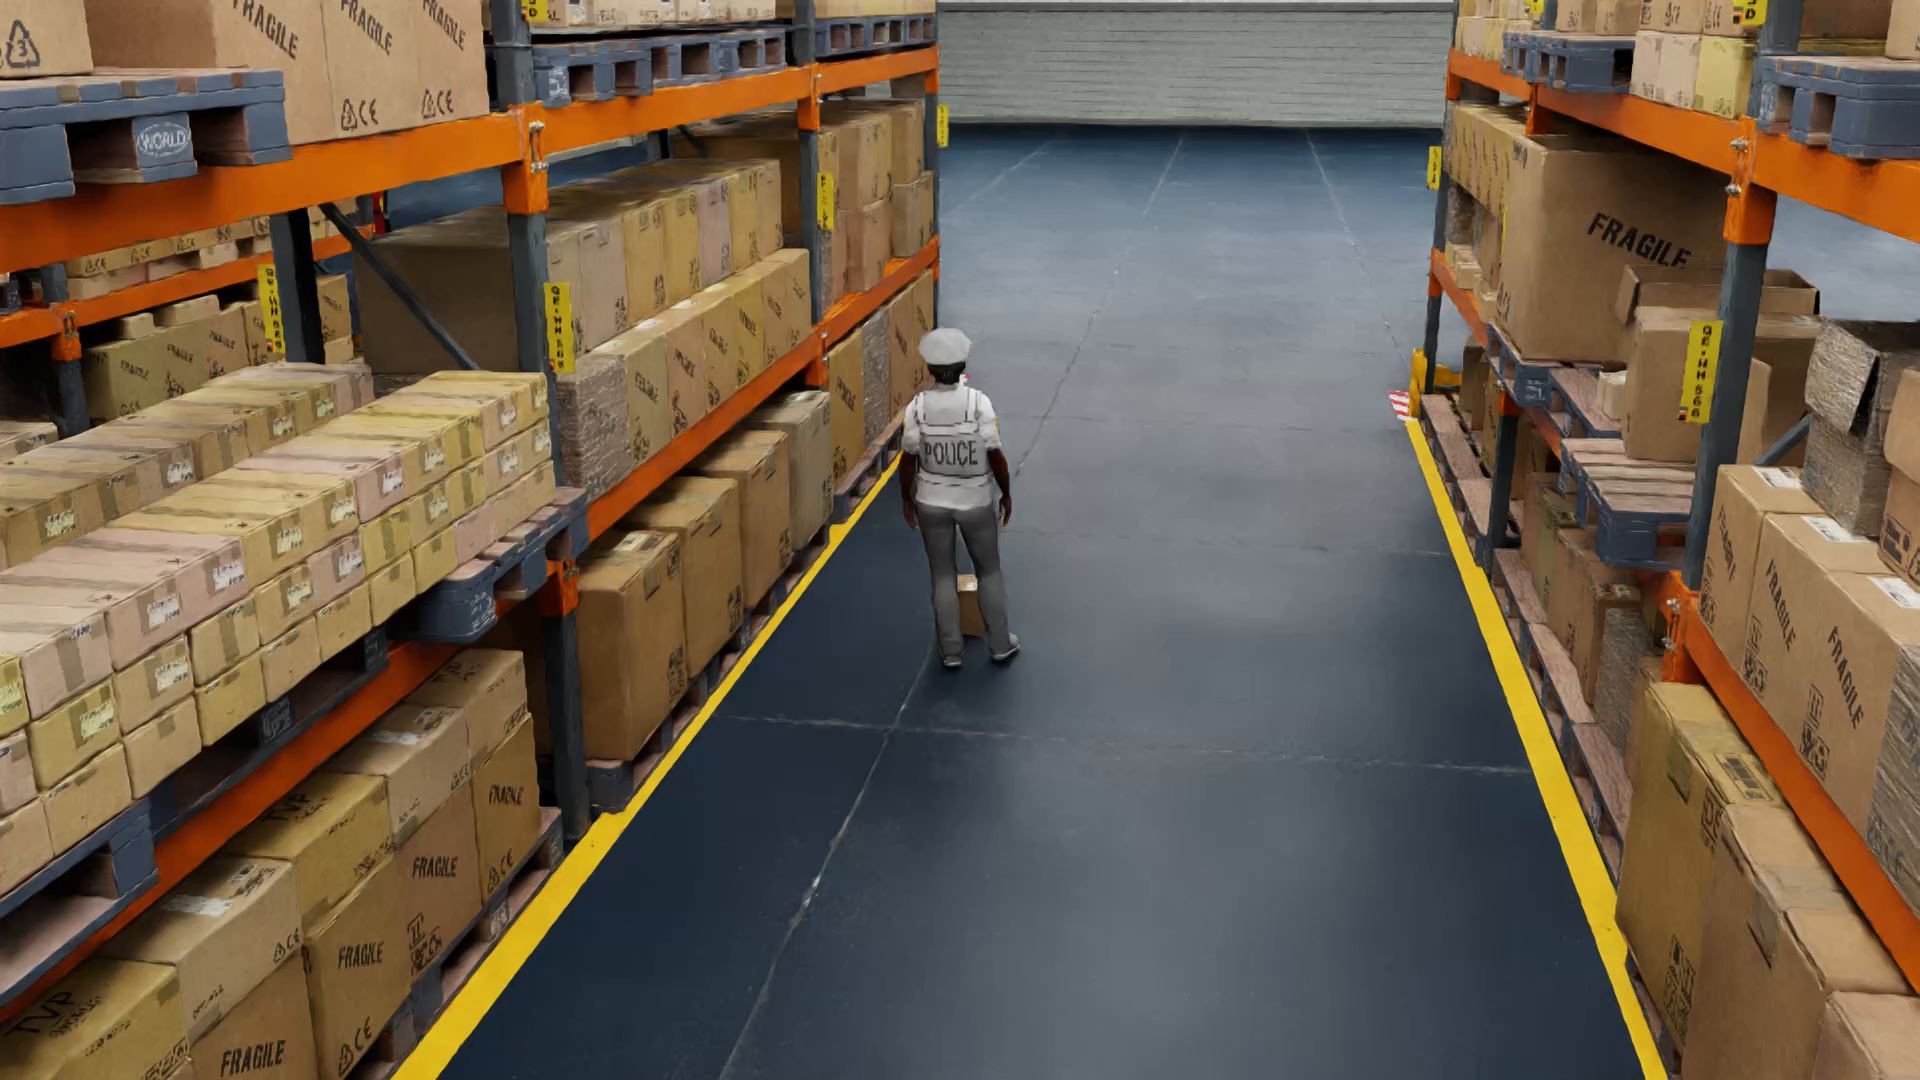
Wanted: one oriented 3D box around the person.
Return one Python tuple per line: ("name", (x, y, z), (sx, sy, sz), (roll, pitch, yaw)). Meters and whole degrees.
("person", (0.001, -0.207, 8.105), (0.572, 1.695, 0.531), (2, 18, 7))
